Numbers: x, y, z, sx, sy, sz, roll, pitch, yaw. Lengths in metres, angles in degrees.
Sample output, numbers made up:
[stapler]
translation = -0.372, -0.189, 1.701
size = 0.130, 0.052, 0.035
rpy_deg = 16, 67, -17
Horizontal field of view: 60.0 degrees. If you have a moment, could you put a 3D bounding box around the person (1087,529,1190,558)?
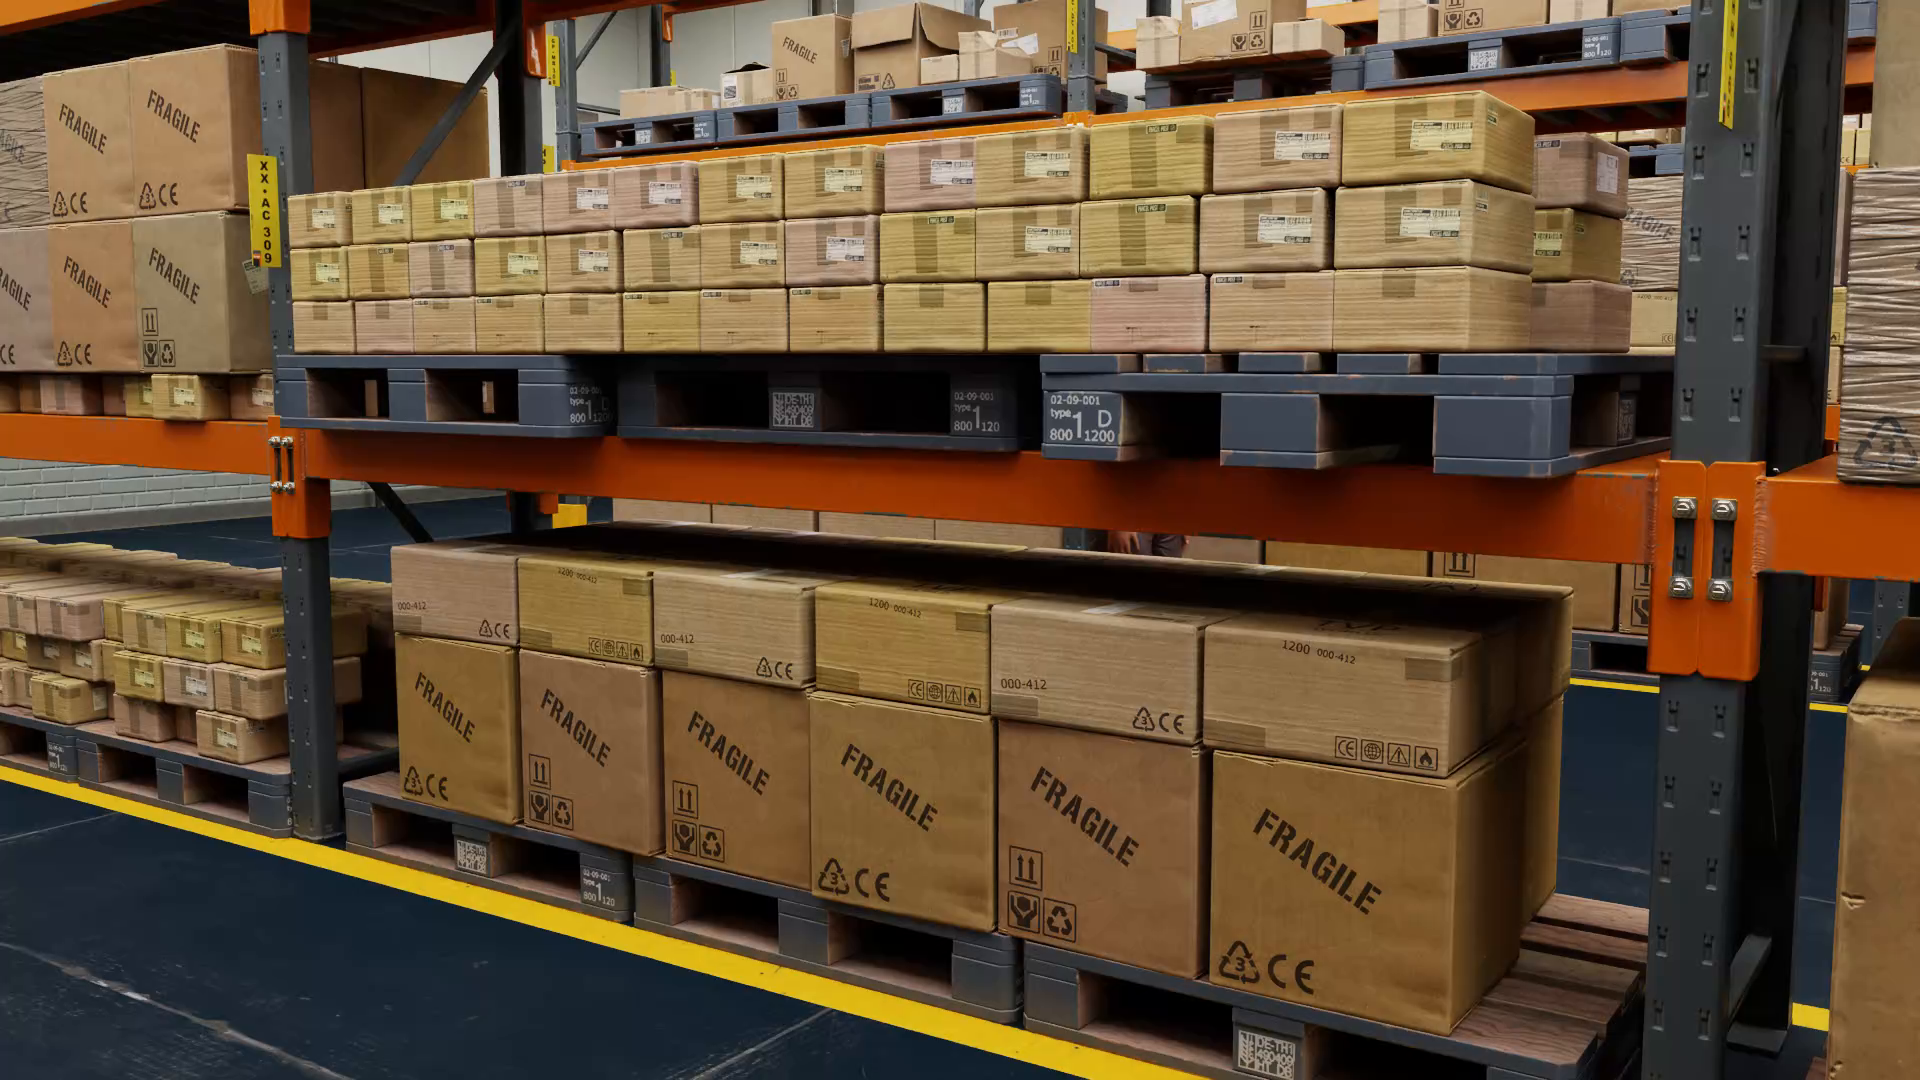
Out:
[person]
translation = 0.674, -0.052, 6.353
size = 0.419, 1.721, 0.581
rpy_deg = 4, 8, 34
